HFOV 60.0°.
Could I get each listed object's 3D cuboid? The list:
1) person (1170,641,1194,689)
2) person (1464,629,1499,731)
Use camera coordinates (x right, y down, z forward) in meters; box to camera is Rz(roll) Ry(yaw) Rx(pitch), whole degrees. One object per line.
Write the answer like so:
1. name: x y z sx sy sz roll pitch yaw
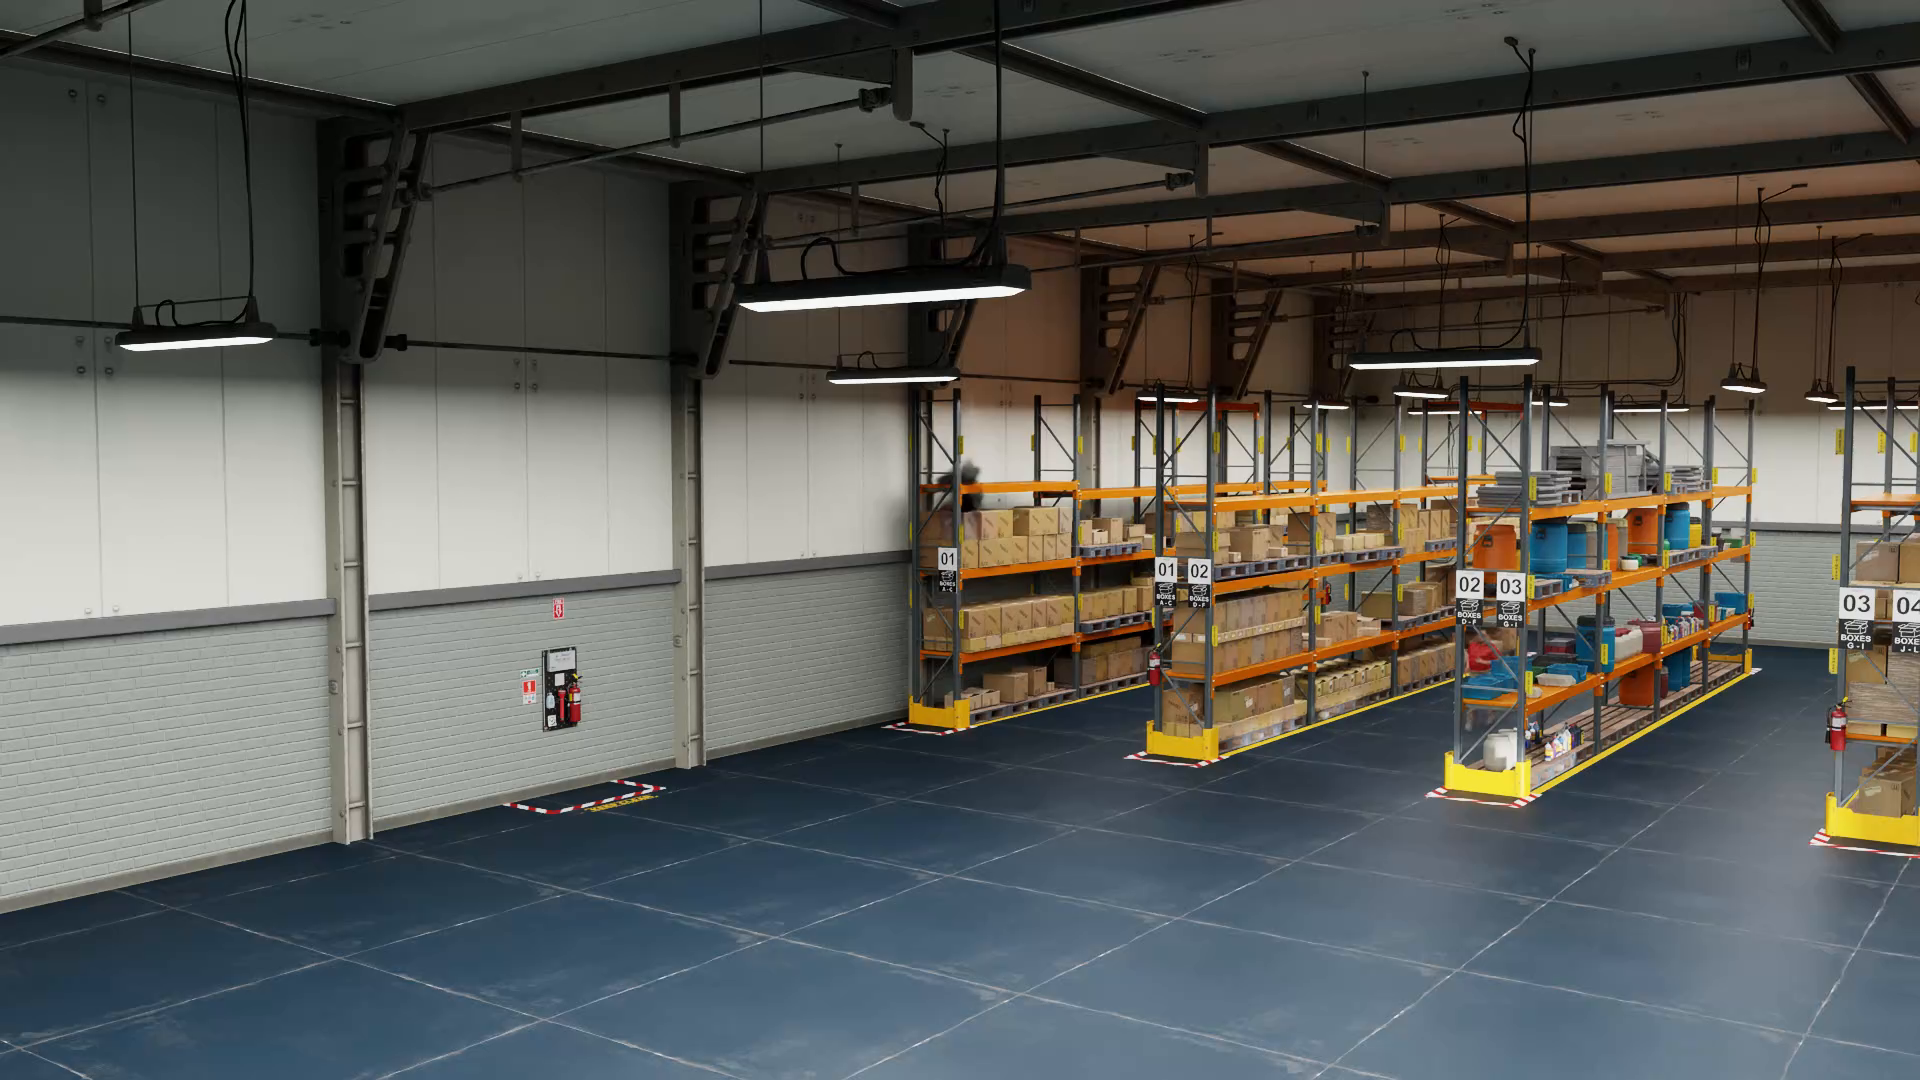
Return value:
1. person: 4.281 2.322 31.927 0.558 1.678 0.940 2 4 26
2. person: 9.196 2.446 29.353 0.653 1.746 0.902 2 4 35
